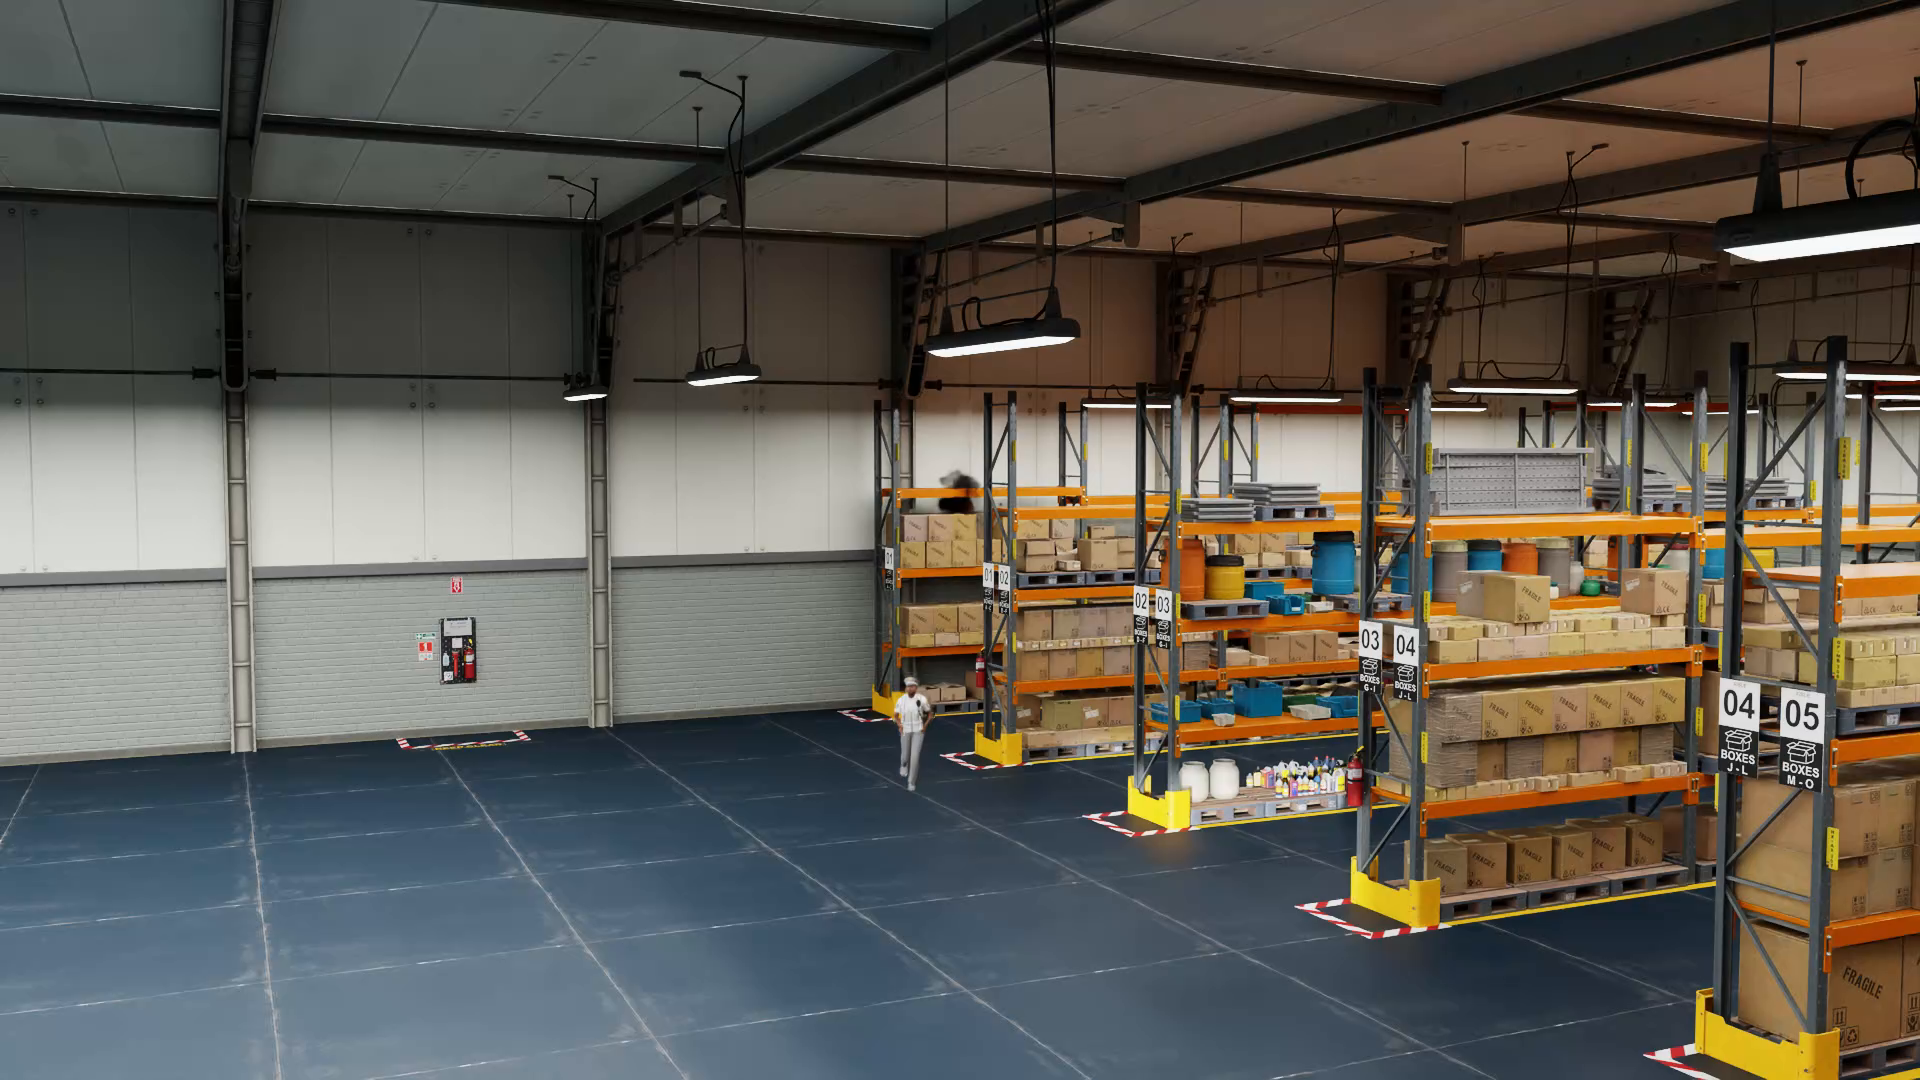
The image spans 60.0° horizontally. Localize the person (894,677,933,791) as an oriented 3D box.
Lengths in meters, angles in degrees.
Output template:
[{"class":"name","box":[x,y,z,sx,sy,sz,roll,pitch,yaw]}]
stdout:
[{"class":"person","box":[-0.703,2.885,25.060,0.583,1.689,0.684,0,3,1]}]
